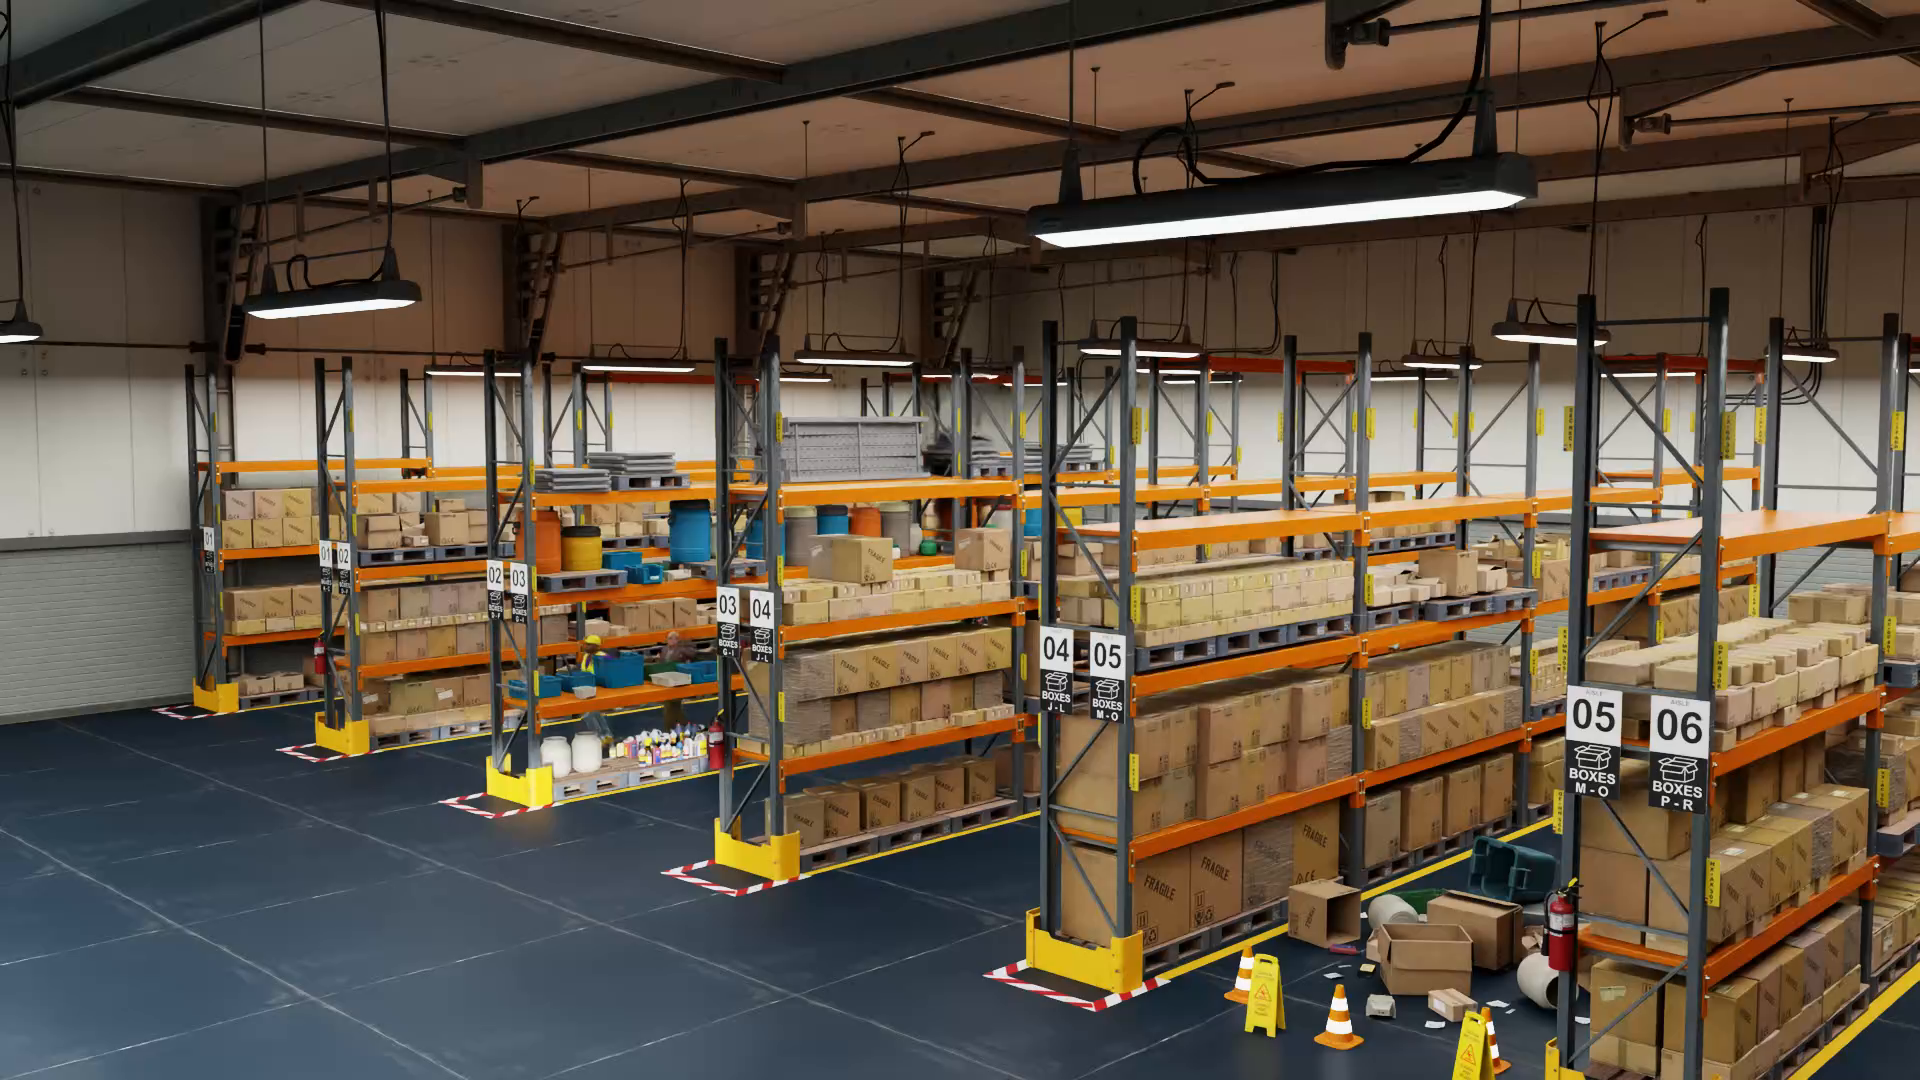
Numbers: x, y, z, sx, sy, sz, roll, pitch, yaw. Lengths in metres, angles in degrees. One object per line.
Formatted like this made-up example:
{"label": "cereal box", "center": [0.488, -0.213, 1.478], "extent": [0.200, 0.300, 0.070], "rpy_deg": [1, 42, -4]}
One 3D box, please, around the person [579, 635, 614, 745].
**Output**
{"label": "person", "center": [-5.586, 2.355, 25.420], "extent": [0.718, 1.816, 0.722], "rpy_deg": [4, 6, 43]}

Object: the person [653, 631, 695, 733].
{"label": "person", "center": [-4.387, 2.314, 25.590], "extent": [0.699, 1.837, 0.810], "rpy_deg": [4, 6, 41]}

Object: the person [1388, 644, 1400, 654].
{"label": "person", "center": [6.638, 2.392, 25.415], "extent": [0.593, 1.722, 0.787], "rpy_deg": [4, 6, 40]}
